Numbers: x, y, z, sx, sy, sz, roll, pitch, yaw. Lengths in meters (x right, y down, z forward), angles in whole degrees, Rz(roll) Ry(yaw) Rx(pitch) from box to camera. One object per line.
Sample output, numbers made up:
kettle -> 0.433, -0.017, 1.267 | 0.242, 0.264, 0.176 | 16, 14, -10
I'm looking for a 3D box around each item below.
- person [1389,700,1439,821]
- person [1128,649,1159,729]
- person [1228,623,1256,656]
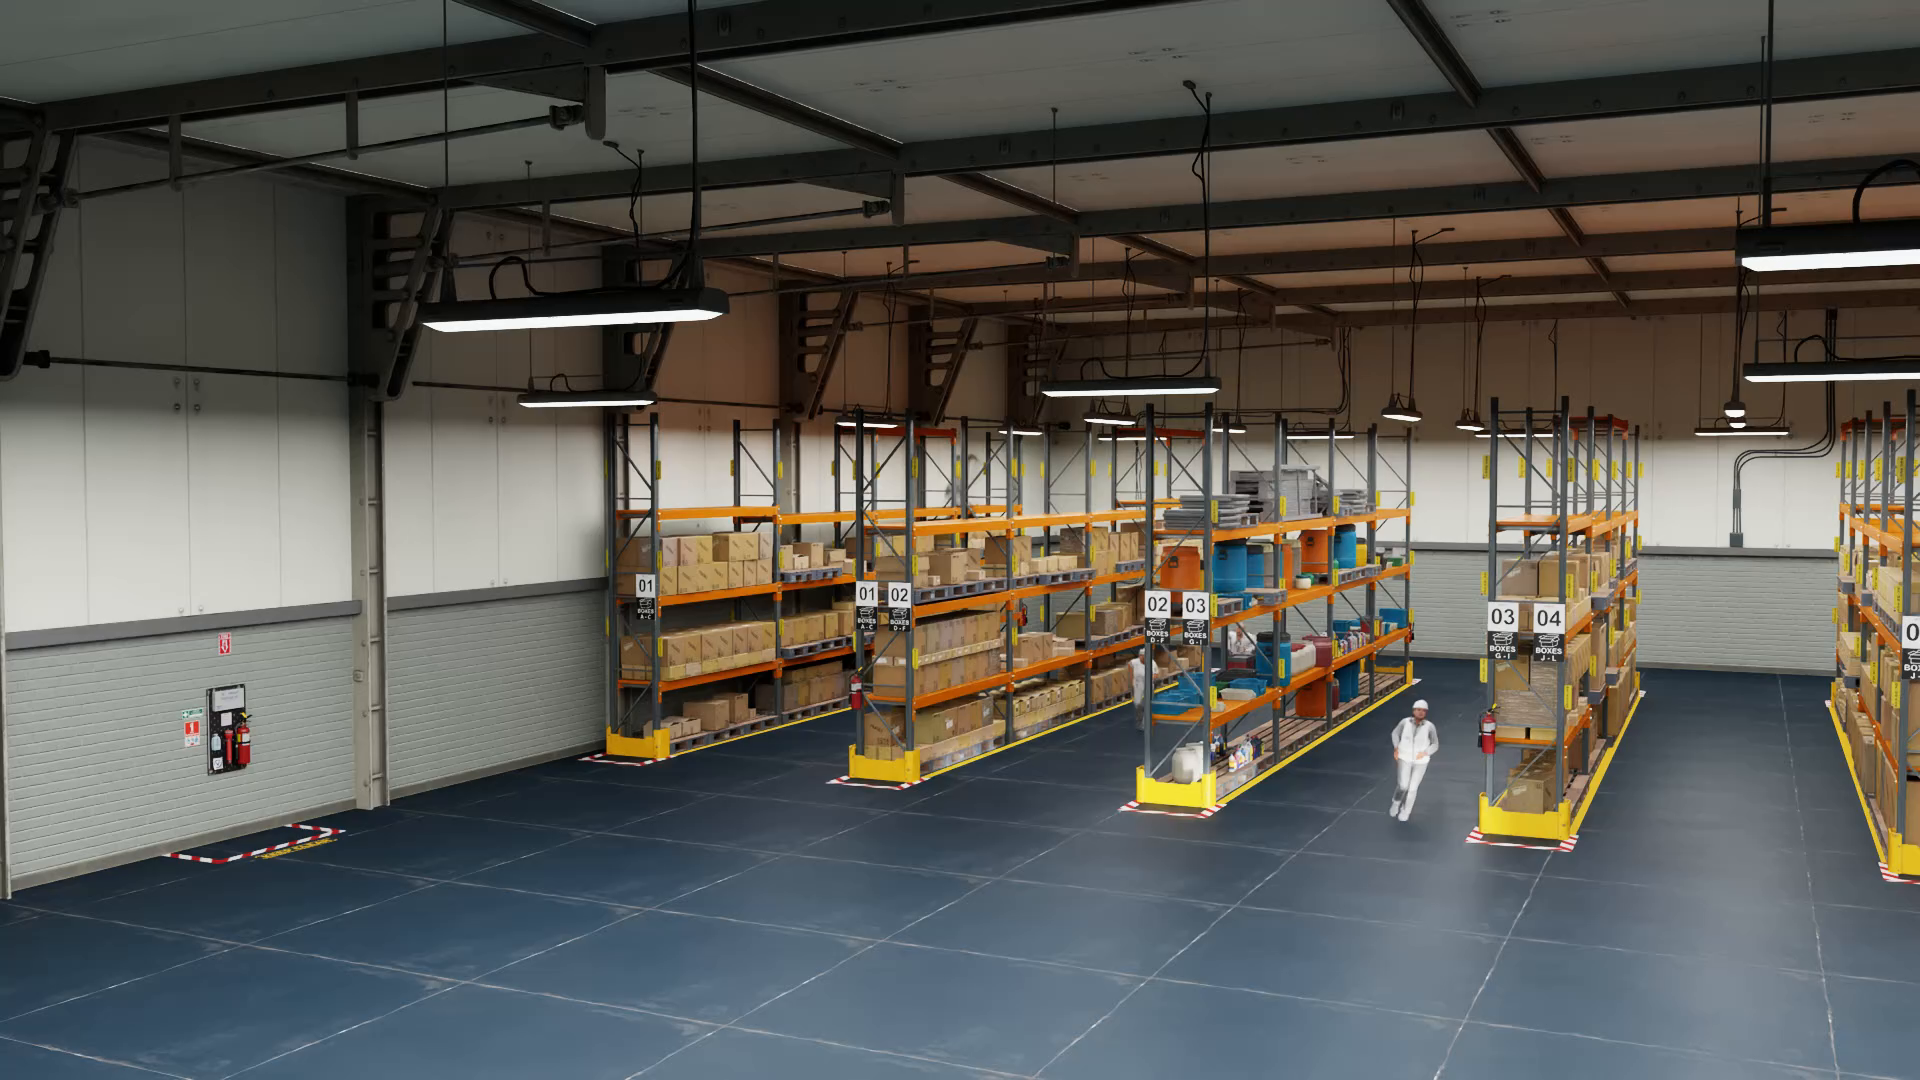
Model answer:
person -> 6.431, 3.144, 23.702 | 0.602, 1.741, 0.555 | 1, 2, 14
person -> 3.503, 2.850, 31.812 | 0.591, 1.587, 0.830 | 0, 2, 8
person -> 6.058, 2.654, 35.839 | 0.727, 1.800, 1.017 | 1, 3, 19
